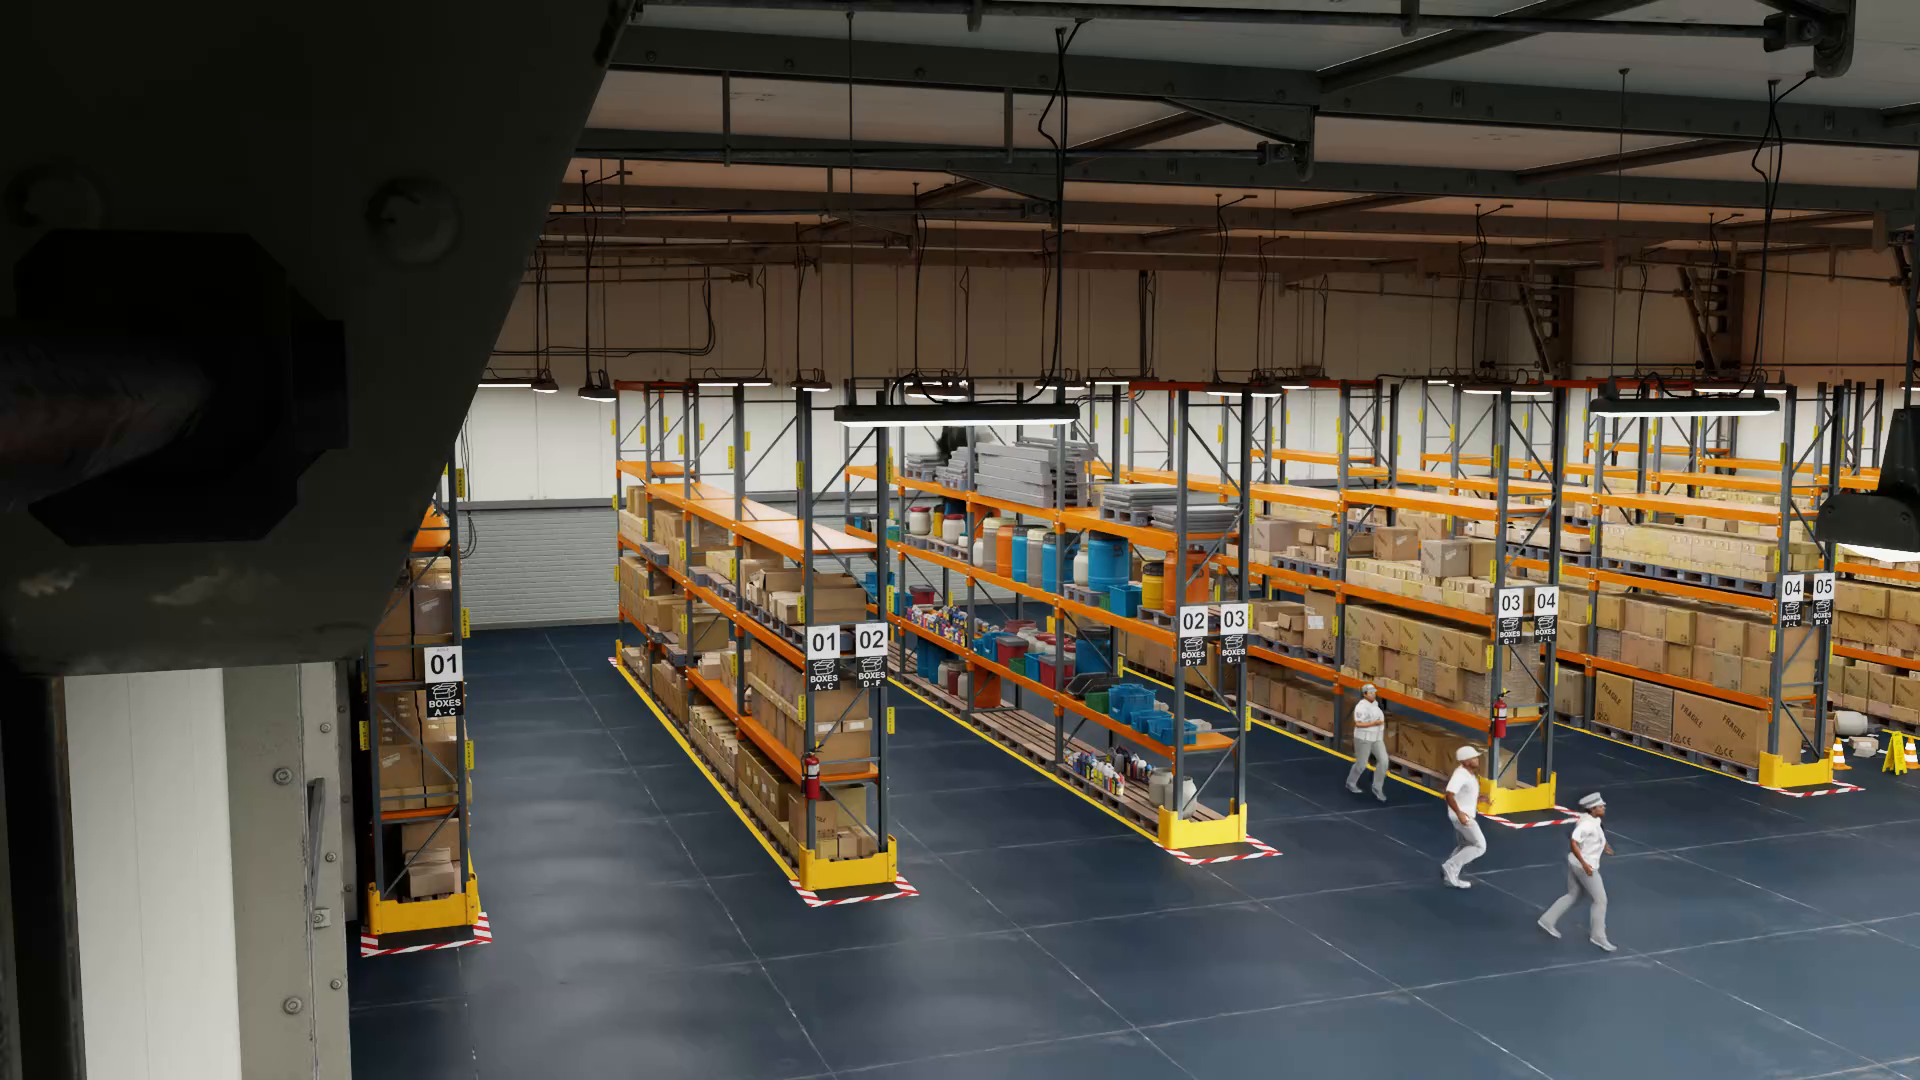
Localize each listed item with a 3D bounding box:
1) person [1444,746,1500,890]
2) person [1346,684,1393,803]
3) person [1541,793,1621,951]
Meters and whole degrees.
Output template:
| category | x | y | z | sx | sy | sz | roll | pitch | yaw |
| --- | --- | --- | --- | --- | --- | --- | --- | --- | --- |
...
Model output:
| category | x | y | z | sx | sy | sz | roll | pitch | yaw |
| --- | --- | --- | --- | --- | --- | --- | --- | --- | --- |
| person | 6.200 | 3.338 | 20.102 | 0.636 | 1.736 | 0.674 | 1 | 6 | 14 |
| person | 5.974 | 2.944 | 24.222 | 0.588 | 1.722 | 0.735 | -4 | 7 | -32 |
| person | 6.794 | 3.578 | 18.090 | 0.792 | 1.723 | 0.578 | 1 | 6 | 11 |
